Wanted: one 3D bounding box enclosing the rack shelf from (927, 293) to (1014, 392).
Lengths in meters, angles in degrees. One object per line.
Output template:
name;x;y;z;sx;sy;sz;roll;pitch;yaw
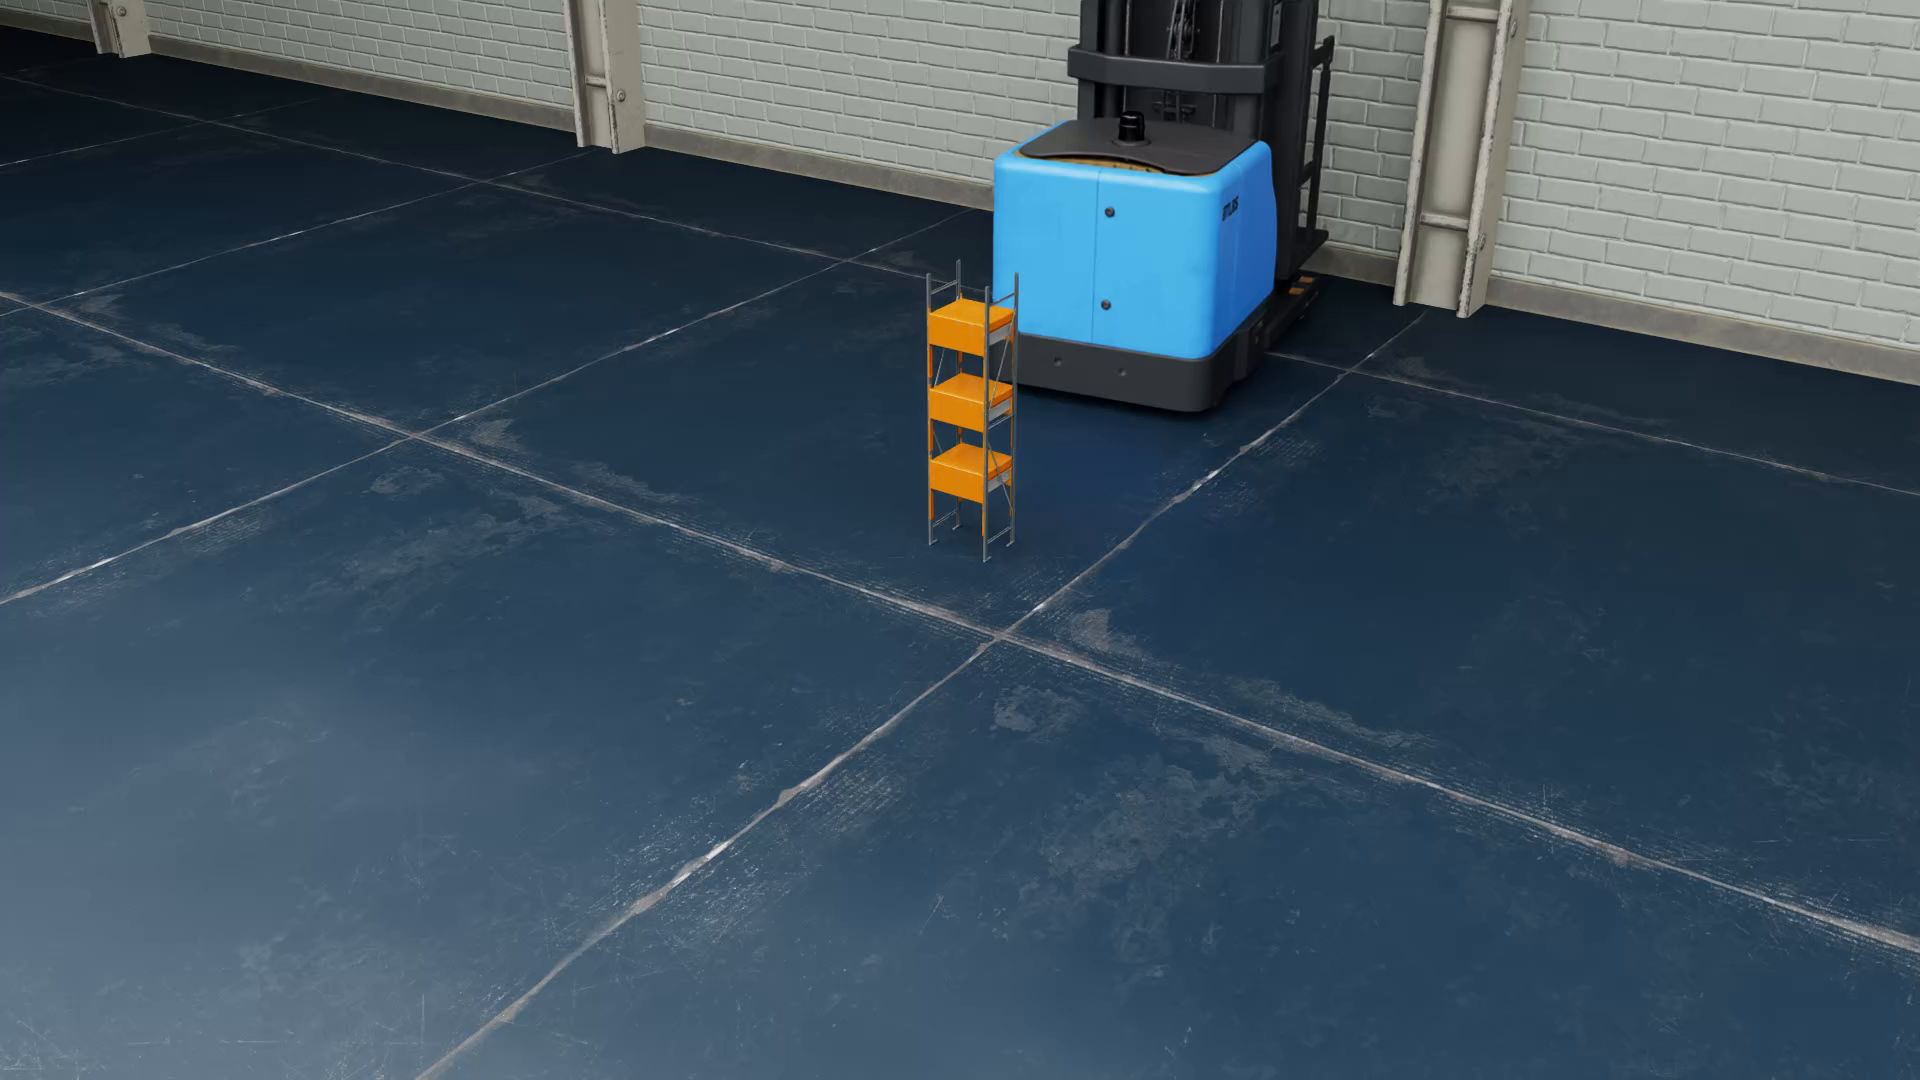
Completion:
rack shelf;0.044;-0.698;5.861;0.240;0.259;0.215;17;32;30

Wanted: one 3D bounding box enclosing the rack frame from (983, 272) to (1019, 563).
rack frame;0.145;-0.423;5.923;0.008;1.050;0.200;17;32;30

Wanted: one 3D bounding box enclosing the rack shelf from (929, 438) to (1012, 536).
rack shelf;0.044;-0.197;6.116;0.240;0.259;0.215;17;32;30

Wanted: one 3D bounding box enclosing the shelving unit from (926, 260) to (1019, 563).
shelving unit;0.044;-0.454;5.985;0.252;1.050;0.215;17;32;30

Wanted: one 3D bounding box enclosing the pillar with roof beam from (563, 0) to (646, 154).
pillar with roof beam;-4.881;-5.179;6.505;0.400;9.000;9.100;17;32;30

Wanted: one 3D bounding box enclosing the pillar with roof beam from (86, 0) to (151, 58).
pillar with roof beam;-9.826;-6.720;9.532;0.400;9.000;9.100;17;32;30

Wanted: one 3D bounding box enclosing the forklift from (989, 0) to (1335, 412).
forklift;1.218;-2.499;7.928;1.130;2.935;3.031;12;29;22

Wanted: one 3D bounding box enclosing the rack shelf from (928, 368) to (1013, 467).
rack shelf;0.044;-0.445;5.990;0.240;0.259;0.215;17;32;30

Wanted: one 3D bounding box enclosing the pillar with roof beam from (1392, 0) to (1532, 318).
pillar with roof beam;0.065;-3.638;3.477;0.400;9.000;9.100;17;32;30

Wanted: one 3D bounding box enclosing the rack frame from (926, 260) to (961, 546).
rack frame;-0.056;-0.485;6.046;0.008;1.050;0.200;17;32;30
